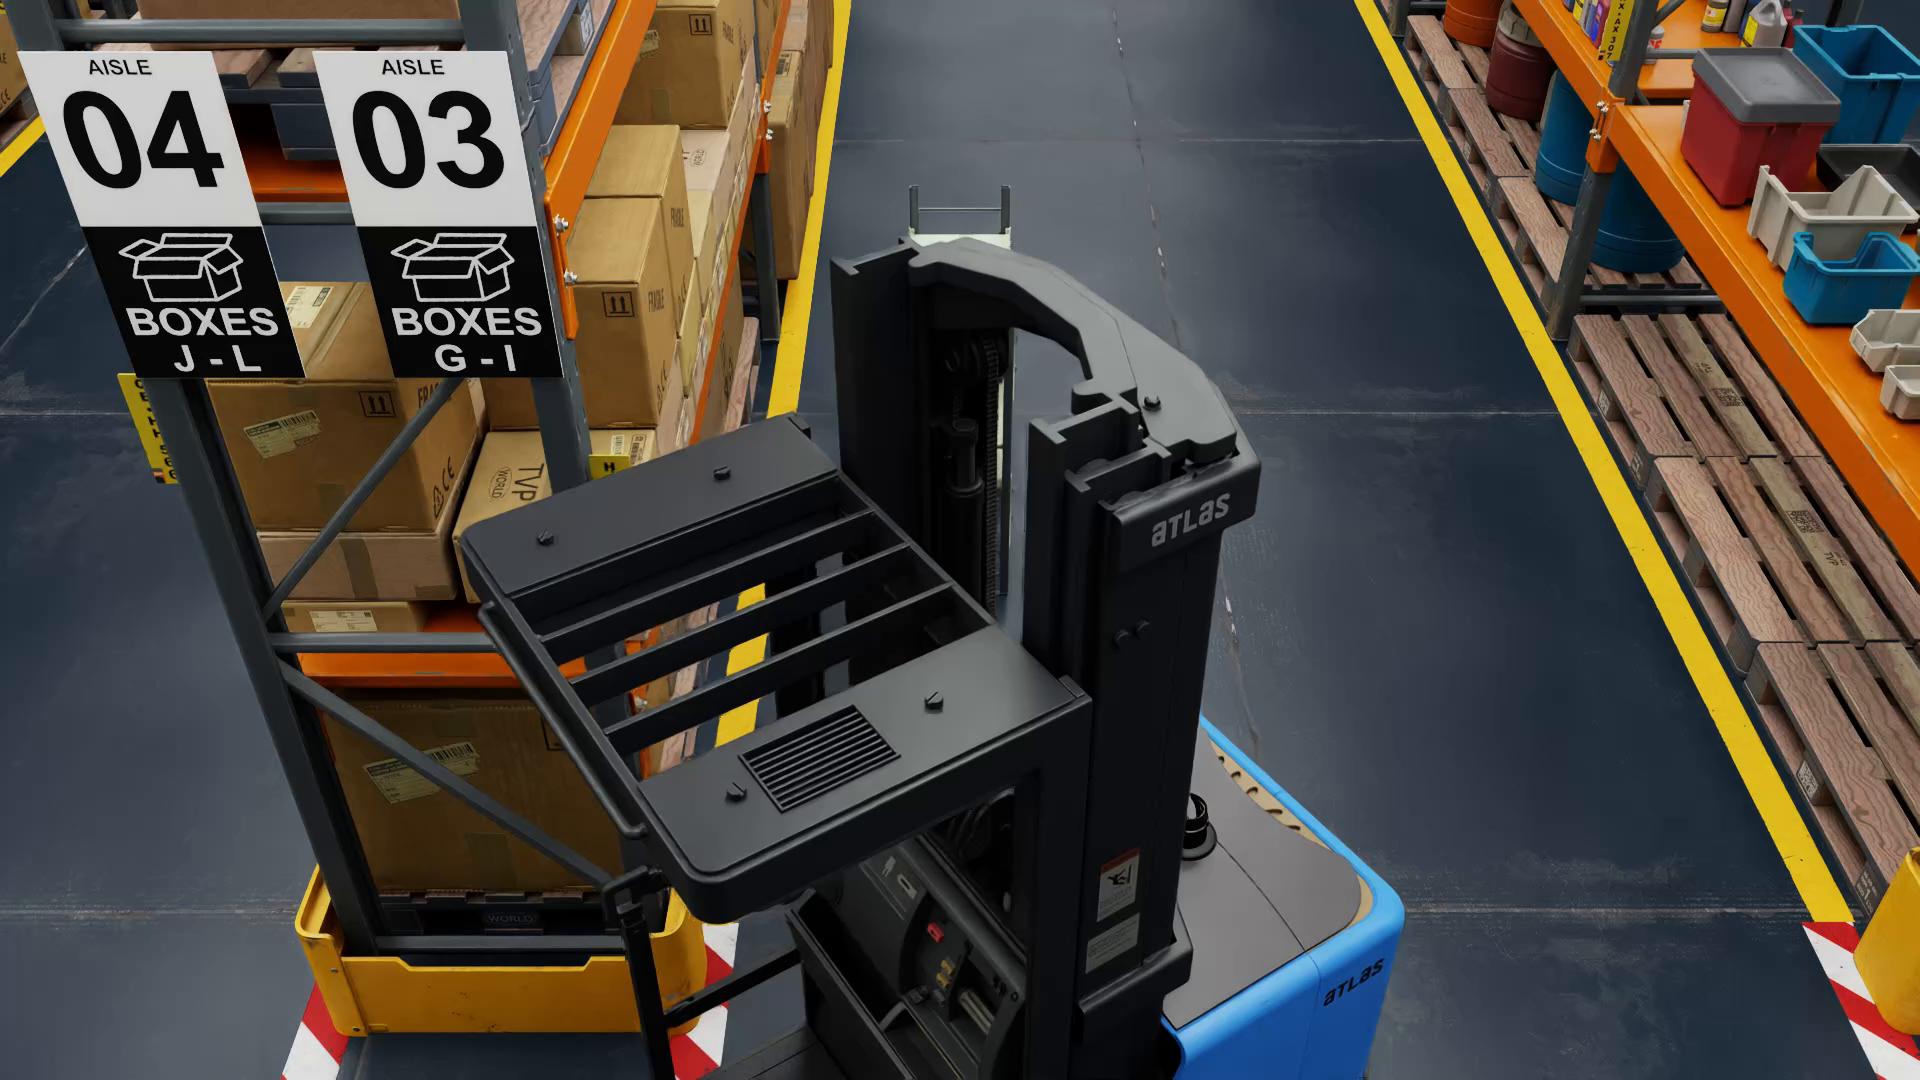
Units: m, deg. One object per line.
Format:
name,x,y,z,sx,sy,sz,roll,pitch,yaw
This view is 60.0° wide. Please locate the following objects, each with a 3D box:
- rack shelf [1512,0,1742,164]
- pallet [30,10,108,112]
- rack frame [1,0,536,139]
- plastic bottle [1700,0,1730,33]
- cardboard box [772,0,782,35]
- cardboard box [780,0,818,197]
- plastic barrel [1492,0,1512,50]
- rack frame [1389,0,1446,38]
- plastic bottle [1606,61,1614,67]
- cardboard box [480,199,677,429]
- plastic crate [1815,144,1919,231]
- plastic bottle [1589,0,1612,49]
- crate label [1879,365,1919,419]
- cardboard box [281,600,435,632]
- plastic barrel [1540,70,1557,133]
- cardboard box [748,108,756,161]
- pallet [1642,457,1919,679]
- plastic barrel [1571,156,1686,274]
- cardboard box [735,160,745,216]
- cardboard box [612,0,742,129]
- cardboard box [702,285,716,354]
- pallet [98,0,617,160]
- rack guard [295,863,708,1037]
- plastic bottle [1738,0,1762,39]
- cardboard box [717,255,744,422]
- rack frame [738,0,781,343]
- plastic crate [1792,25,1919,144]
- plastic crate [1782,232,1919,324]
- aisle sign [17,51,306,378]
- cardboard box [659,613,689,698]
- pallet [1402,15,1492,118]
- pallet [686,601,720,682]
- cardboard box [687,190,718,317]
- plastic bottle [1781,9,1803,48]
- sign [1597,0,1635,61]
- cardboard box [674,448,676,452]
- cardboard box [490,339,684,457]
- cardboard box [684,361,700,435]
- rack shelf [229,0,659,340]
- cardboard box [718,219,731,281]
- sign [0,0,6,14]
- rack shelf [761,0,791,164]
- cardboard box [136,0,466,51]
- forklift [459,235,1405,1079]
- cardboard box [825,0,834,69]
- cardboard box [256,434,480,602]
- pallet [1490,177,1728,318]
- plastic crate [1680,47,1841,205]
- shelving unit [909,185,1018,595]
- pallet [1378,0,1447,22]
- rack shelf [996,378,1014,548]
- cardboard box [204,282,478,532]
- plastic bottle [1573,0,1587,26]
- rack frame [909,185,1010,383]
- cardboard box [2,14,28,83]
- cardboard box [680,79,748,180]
rack shelf,3.526,-3.191,9.409,1.077,0.370,4.000,0,39,0
pallet,-6.390,-3.202,11.077,1.003,0.211,1.213,0,39,0
rack frame,-1.421,-2.057,2.621,1.000,3.000,0.127,0,39,0
plastic bottle,3.783,-2.651,8.318,0.097,0.201,0.097,0,39,0
cardboard box,-1.177,-2.859,8.339,0.500,0.500,0.500,0,39,0
cardboard box,-1.448,-2.512,9.349,1.225,0.875,0.875,-1,39,-2
plastic barrel,3.631,-3.257,10.569,0.421,0.512,0.421,0,39,0
rack frame,3.523,-4.723,10.745,1.000,3.000,0.127,0,39,0
plastic bottle,3.204,-2.419,7.969,0.152,0.276,0.135,0,39,0
cardboard box,-1.152,-0.680,4.982,0.500,0.500,0.500,-1,39,-1
plastic crate,3.798,-1.438,6.817,0.437,0.125,0.590,0,39,0
plastic bottle,3.158,-2.567,8.148,0.061,0.283,0.133,0,39,0
crate label,3.340,-0.506,5.645,0.396,0.136,0.243,0,39,0
cardboard box,-1.750,0.159,4.854,0.380,0.149,0.250,1,39,1
plastic barrel,3.632,-2.551,9.688,0.421,0.512,0.421,0,39,0
cardboard box,-1.097,-1.768,7.258,0.380,0.149,0.250,1,39,1
pallet,3.572,0.091,6.967,1.003,0.211,1.213,0,39,0
plastic barrel,3.544,-1.907,8.573,0.600,0.901,0.708,0,39,0
cardboard box,-1.096,-1.447,6.858,0.380,0.149,0.250,1,39,1
cardboard box,-1.161,-1.967,6.589,0.500,0.500,0.500,0,39,0
cardboard box,-1.094,-0.803,6.054,0.380,0.149,0.250,-1,39,-1
pallet,-1.432,-1.316,4.166,1.003,0.211,1.213,0,39,0
rack guard,-1.420,1.274,5.260,1.175,0.500,0.348,0,39,0
plastic bottle,3.935,-2.617,8.220,0.097,0.271,0.097,0,39,0
cardboard box,-1.504,-1.140,7.637,0.875,0.875,0.875,0,39,0
rack frame,-1.425,-2.218,7.619,1.000,3.000,0.127,0,39,0
plastic crate,3.869,-1.947,7.246,0.392,0.384,0.575,0,39,0
plastic crate,3.274,-0.962,6.138,0.416,0.233,0.300,0,39,0
aisle sign,-1.720,-0.686,3.628,0.394,0.787,0.004,0,39,0
cardboard box,-1.502,-0.020,6.240,0.875,0.875,0.875,0,39,0
pallet,3.566,-3.142,11.002,1.003,0.211,1.213,0,39,0
pallet,-1.498,0.111,6.943,1.003,0.211,1.213,0,39,0
cardboard box,-1.161,-1.040,6.031,0.500,0.250,0.500,-1,39,-1
plastic bottle,3.954,-2.405,7.946,0.061,0.283,0.133,0,39,0
sign,2.978,-2.330,7.538,0.100,0.325,0.005,0,39,0
cardboard box,-1.093,-0.161,5.253,0.380,0.149,0.250,-1,39,-1
cardboard box,-1.158,-0.399,5.232,0.500,0.250,0.500,0,39,-1
cardboard box,-1.094,-0.483,5.655,0.380,0.149,0.250,-1,39,-1
rack shelf,-1.423,-1.857,5.345,1.077,0.370,4.000,0,39,0
cardboard box,-1.095,-1.126,6.457,0.380,0.149,0.250,-1,39,-1
sign,-1.963,-1.210,3.318,0.100,0.325,0.005,0,39,0
rack shelf,-1.427,-3.188,9.405,1.077,0.370,4.000,0,39,0
cardboard box,-1.475,-1.454,3.771,0.700,0.500,0.500,-2,39,-3
forklift,-0.323,0.905,3.777,3.031,2.935,1.130,-23,44,-26
cardboard box,-1.450,-3.622,10.735,1.225,0.875,0.875,-2,39,-2
cardboard box,-1.686,-0.077,4.829,0.500,0.250,0.500,-1,39,-1
pallet,3.569,-1.616,9.098,1.003,0.211,1.213,0,39,0
plastic crate,3.278,-1.711,6.888,0.402,0.464,0.583,0,39,0
shelving unit,0.000,-0.589,6.786,0.431,1.500,0.755,0,39,0
pallet,3.561,-4.119,12.221,1.003,0.211,1.213,0,39,0
rack shelf,0.000,-0.335,6.990,0.431,0.370,0.720,0,39,0
cardboard box,-1.684,-0.371,4.597,0.500,0.500,0.500,0,39,1
plastic bottle,3.200,-2.777,8.356,0.144,0.351,0.185,0,39,0
rack frame,0.000,-0.818,7.072,0.400,1.500,0.023,0,39,0
cardboard box,-6.131,-3.231,10.547,0.500,0.500,0.500,1,39,2
cardboard box,-1.159,-1.676,6.825,0.500,0.250,0.500,1,39,1
